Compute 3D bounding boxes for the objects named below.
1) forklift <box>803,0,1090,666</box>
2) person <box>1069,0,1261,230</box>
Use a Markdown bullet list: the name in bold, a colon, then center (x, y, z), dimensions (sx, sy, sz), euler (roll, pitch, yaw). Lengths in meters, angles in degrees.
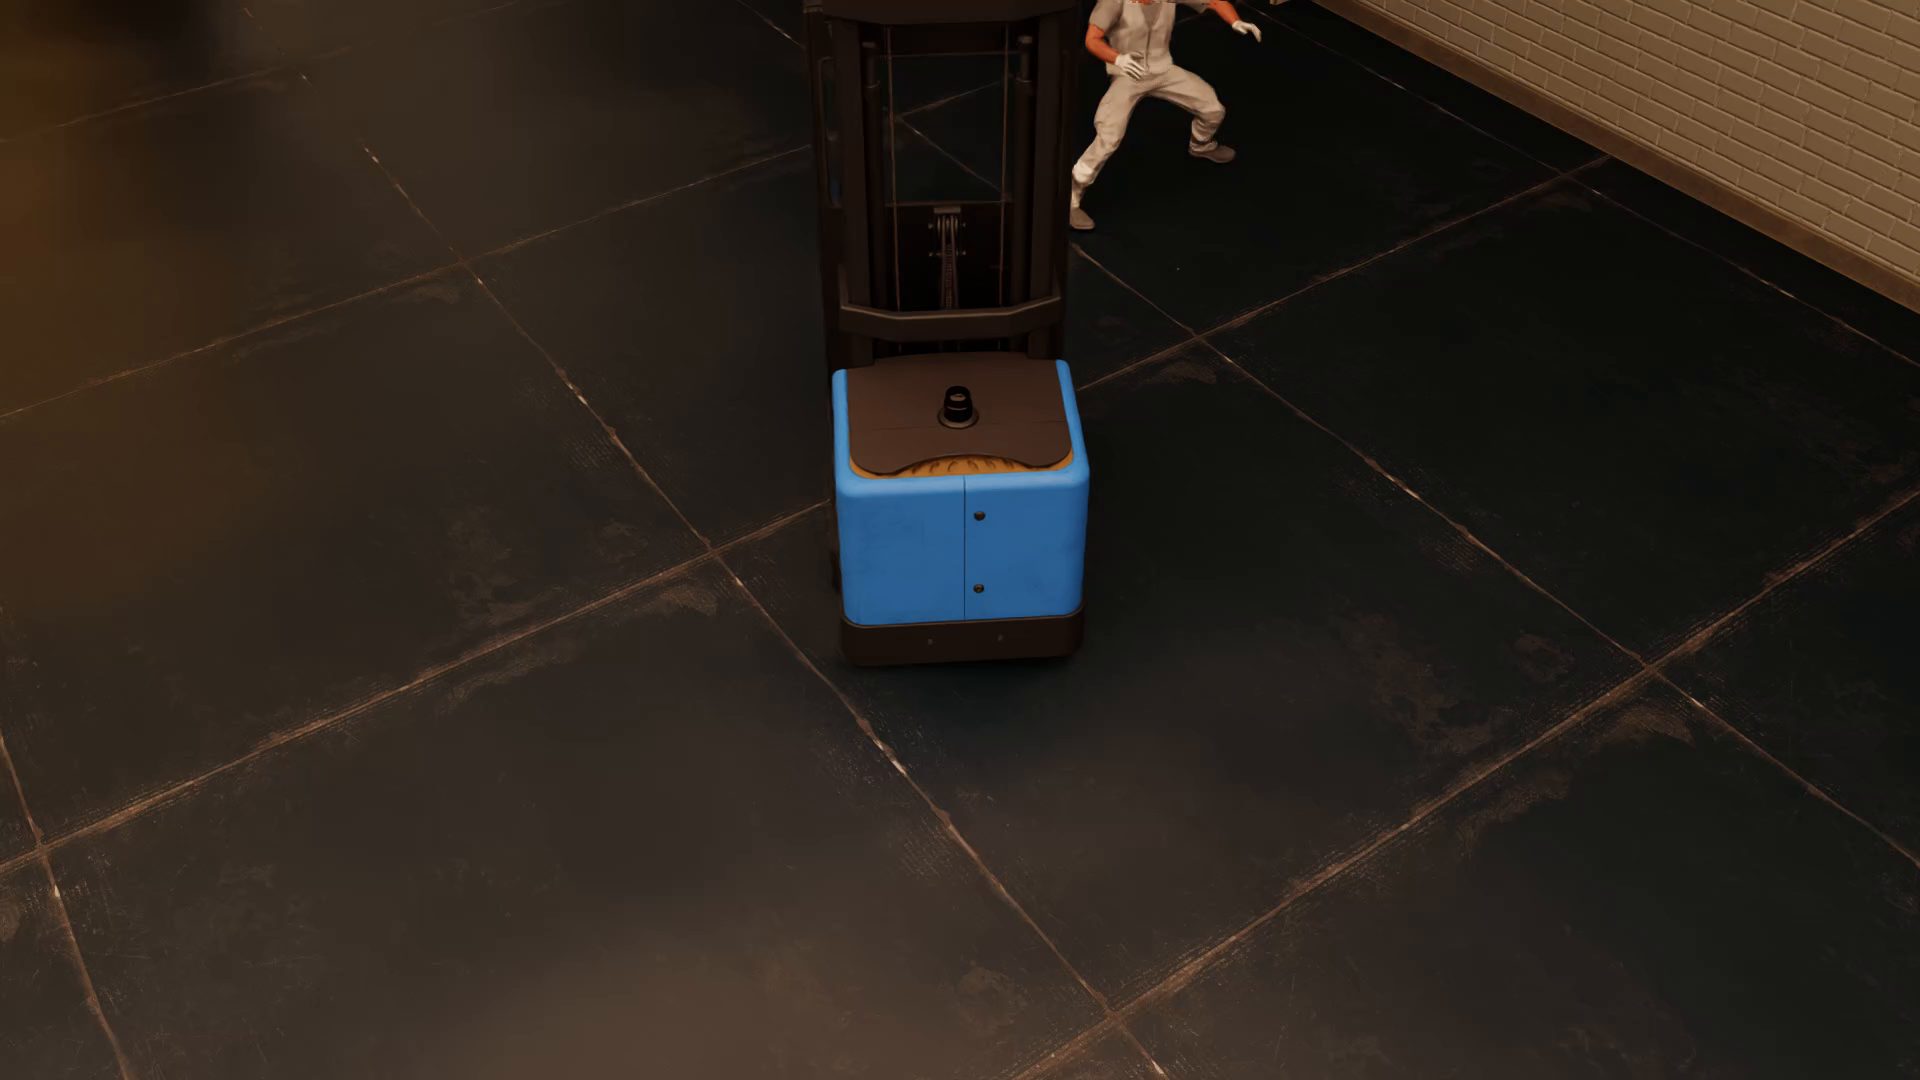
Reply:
- **forklift**: center (-0.091, -1.524, 7.369), dimensions (1.130, 2.935, 3.031), euler (-3, 43, -3)
- **person**: center (1.160, -2.700, 9.666), dimensions (1.264, 1.551, 0.689), euler (-11, 44, -12)
